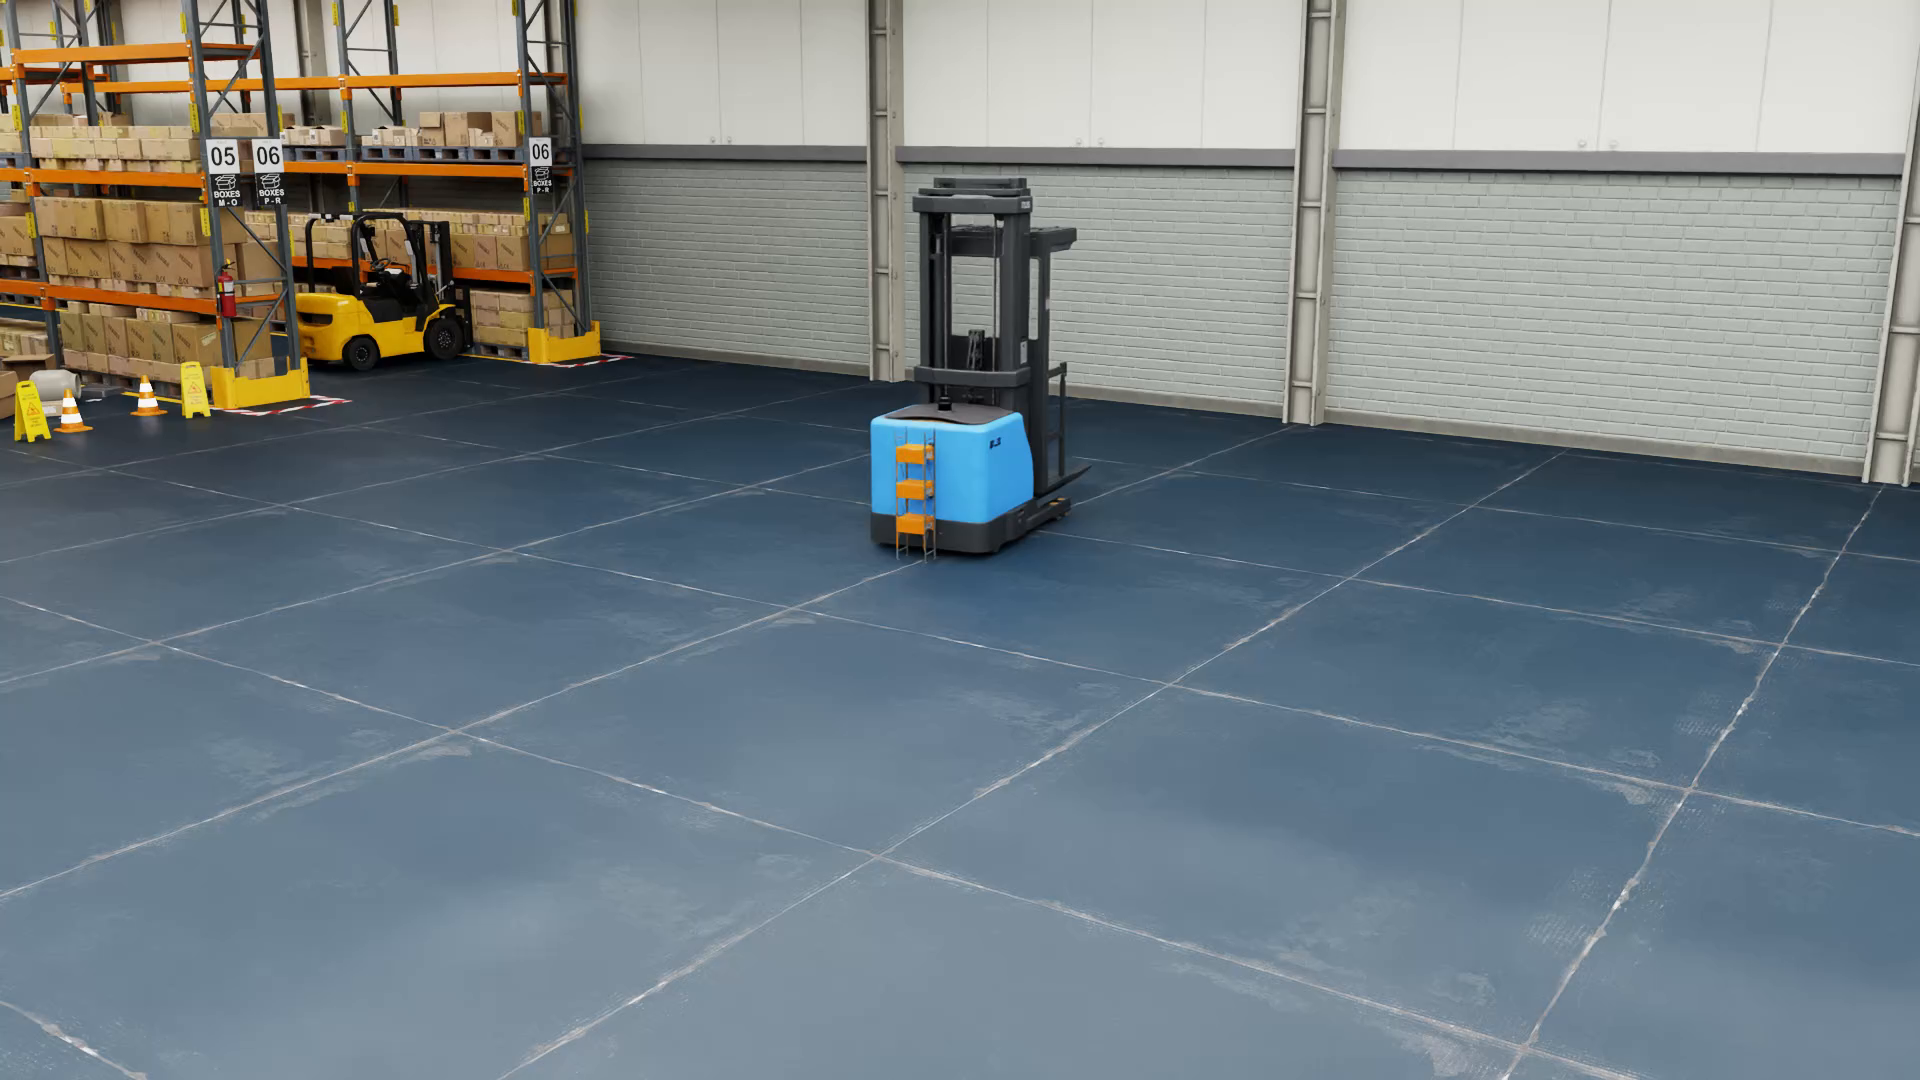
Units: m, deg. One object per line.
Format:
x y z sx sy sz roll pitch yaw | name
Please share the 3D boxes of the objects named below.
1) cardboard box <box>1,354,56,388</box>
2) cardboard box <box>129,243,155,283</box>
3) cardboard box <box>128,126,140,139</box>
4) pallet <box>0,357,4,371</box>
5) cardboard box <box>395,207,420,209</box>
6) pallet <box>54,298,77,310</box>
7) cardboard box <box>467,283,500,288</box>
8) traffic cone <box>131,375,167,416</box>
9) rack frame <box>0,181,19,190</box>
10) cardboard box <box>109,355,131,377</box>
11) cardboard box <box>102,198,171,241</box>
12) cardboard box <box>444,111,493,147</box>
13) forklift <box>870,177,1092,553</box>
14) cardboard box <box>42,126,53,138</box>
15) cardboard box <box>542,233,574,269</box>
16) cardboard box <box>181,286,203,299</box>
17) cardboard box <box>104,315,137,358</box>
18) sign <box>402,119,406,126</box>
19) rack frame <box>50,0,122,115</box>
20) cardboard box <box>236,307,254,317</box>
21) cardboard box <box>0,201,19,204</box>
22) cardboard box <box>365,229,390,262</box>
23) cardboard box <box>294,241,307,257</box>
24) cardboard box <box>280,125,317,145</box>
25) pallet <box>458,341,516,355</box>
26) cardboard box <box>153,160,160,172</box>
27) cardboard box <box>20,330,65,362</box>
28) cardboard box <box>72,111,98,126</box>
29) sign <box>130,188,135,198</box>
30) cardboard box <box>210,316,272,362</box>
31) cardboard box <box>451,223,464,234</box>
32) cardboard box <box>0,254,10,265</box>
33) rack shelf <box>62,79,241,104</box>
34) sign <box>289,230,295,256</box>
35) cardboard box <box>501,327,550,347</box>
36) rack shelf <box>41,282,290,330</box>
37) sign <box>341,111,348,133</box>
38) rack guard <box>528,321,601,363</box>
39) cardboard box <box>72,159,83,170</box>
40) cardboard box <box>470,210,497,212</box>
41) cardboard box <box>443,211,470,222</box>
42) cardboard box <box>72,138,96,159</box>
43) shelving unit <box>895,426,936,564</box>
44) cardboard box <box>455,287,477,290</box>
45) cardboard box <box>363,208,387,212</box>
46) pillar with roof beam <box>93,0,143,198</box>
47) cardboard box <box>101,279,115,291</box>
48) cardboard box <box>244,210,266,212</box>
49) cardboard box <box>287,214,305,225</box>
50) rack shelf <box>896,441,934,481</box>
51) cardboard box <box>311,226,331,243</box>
-11.842 -2.082 21.189 0.500 0.500 0.500 -4 14 -16 | cardboard box
-10.082 -3.520 20.971 0.500 0.500 0.500 9 17 33 | cardboard box
-10.095 -5.072 20.692 0.250 0.149 0.380 9 16 31 | cardboard box
-13.635 -2.623 23.981 1.213 0.211 1.003 9 17 33 | pallet
-8.771 -5.225 26.510 0.250 0.149 0.380 9 17 33 | cardboard box
-16.412 -4.511 31.607 1.213 0.211 1.003 9 17 33 | pallet
-7.425 -3.825 25.801 0.500 0.250 0.500 9 16 32 | cardboard box
-9.729 -1.742 19.897 0.334 0.463 0.336 9 17 33 | traffic cone
-19.161 -6.309 33.066 0.127 3.000 1.000 9 17 33 | rack frame
-10.741 -2.306 21.743 0.500 0.250 0.500 9 16 32 | cardboard box
-10.431 -4.088 21.187 0.500 0.500 0.700 9 17 32 | cardboard box
-7.182 -6.088 24.642 0.500 0.500 0.700 9 17 33 | cardboard box
0.333 -1.625 14.289 1.130 2.935 3.031 6 15 23 | forklift
-11.660 -5.294 21.588 0.250 0.149 0.380 10 17 34 | cardboard box
-6.141 -4.333 24.878 0.500 0.500 0.500 10 17 35 | cardboard box
-9.354 -3.070 20.507 0.250 0.149 0.380 9 16 32 | cardboard box
-10.752 -2.670 21.655 0.500 0.500 0.500 10 17 36 | cardboard box
-8.896 -6.556 26.581 0.005 0.325 0.100 9 17 33 | sign
-15.842 -8.684 30.178 0.127 3.000 1.000 9 17 33 | rack frame
-12.013 -4.201 28.618 0.625 0.625 0.875 10 17 35 | cardboard box
-13.775 -4.794 23.897 0.250 0.149 0.380 8 16 30 | cardboard box
-8.982 -4.637 26.103 0.500 0.500 0.500 9 16 31 | cardboard box
-10.583 -4.781 27.207 0.500 0.250 0.500 9 17 33 | cardboard box
-10.578 -6.516 26.765 0.500 0.311 0.500 9 16 31 | cardboard box
-7.551 -3.068 25.776 1.213 0.211 1.003 9 17 33 | pallet
-9.704 -4.616 20.507 0.250 0.149 0.380 9 17 33 | cardboard box
-12.408 -2.707 23.113 0.625 0.372 0.950 9 17 34 | cardboard box
-15.787 -7.594 29.977 0.258 0.266 0.396 9 17 32 | cardboard box
-15.536 -6.446 31.209 0.005 0.325 0.100 9 17 33 | sign
-9.187 -2.572 21.260 0.500 0.500 0.500 9 16 31 | cardboard box
-7.407 -4.684 24.946 0.250 0.149 0.380 9 17 33 | cardboard box
-12.995 -3.872 22.869 0.250 0.149 0.380 9 16 32 | cardboard box
-14.183 -7.873 29.229 4.000 0.370 1.077 9 17 33 | rack shelf
-8.349 -3.701 20.731 0.005 0.325 0.100 9 17 33 | sign
-6.451 -3.032 24.678 0.500 0.250 0.500 9 17 33 | cardboard box
-10.312 -3.092 21.568 4.000 0.370 1.077 9 17 33 | rack shelf
-9.499 -6.450 25.663 0.005 0.325 0.100 9 17 33 | sign
-5.865 -2.947 24.686 0.348 0.500 1.175 9 17 33 | rack guard
-11.211 -4.854 21.469 0.250 0.149 0.380 10 17 34 | cardboard box
-7.312 -4.972 25.488 0.250 0.149 0.380 9 17 33 | cardboard box
-7.576 -4.881 25.123 0.250 0.149 0.380 9 17 34 | cardboard box
-10.917 -4.986 21.174 0.500 0.250 0.500 9 17 33 | cardboard box
-0.348 -0.354 13.068 0.252 1.050 0.215 6 15 23 | shelving unit
-7.709 -3.720 25.374 0.500 0.250 0.500 9 16 32 | cardboard box
-9.105 -5.105 26.028 0.250 0.149 0.380 10 17 34 | cardboard box
-18.320 -8.099 27.814 0.400 9.000 9.100 9 17 33 | pillar with roof beam
-10.833 -3.308 21.466 0.250 0.149 0.380 9 17 33 | cardboard box
-12.140 -5.596 28.629 0.250 0.149 0.380 10 17 35 | cardboard box
-10.951 -5.250 27.231 0.250 0.149 0.380 9 16 31 | cardboard box
-0.348 -0.619 13.003 0.240 0.259 0.215 6 15 23 | rack shelf
-10.185 -4.952 26.856 0.500 0.250 0.500 9 16 31 | cardboard box
